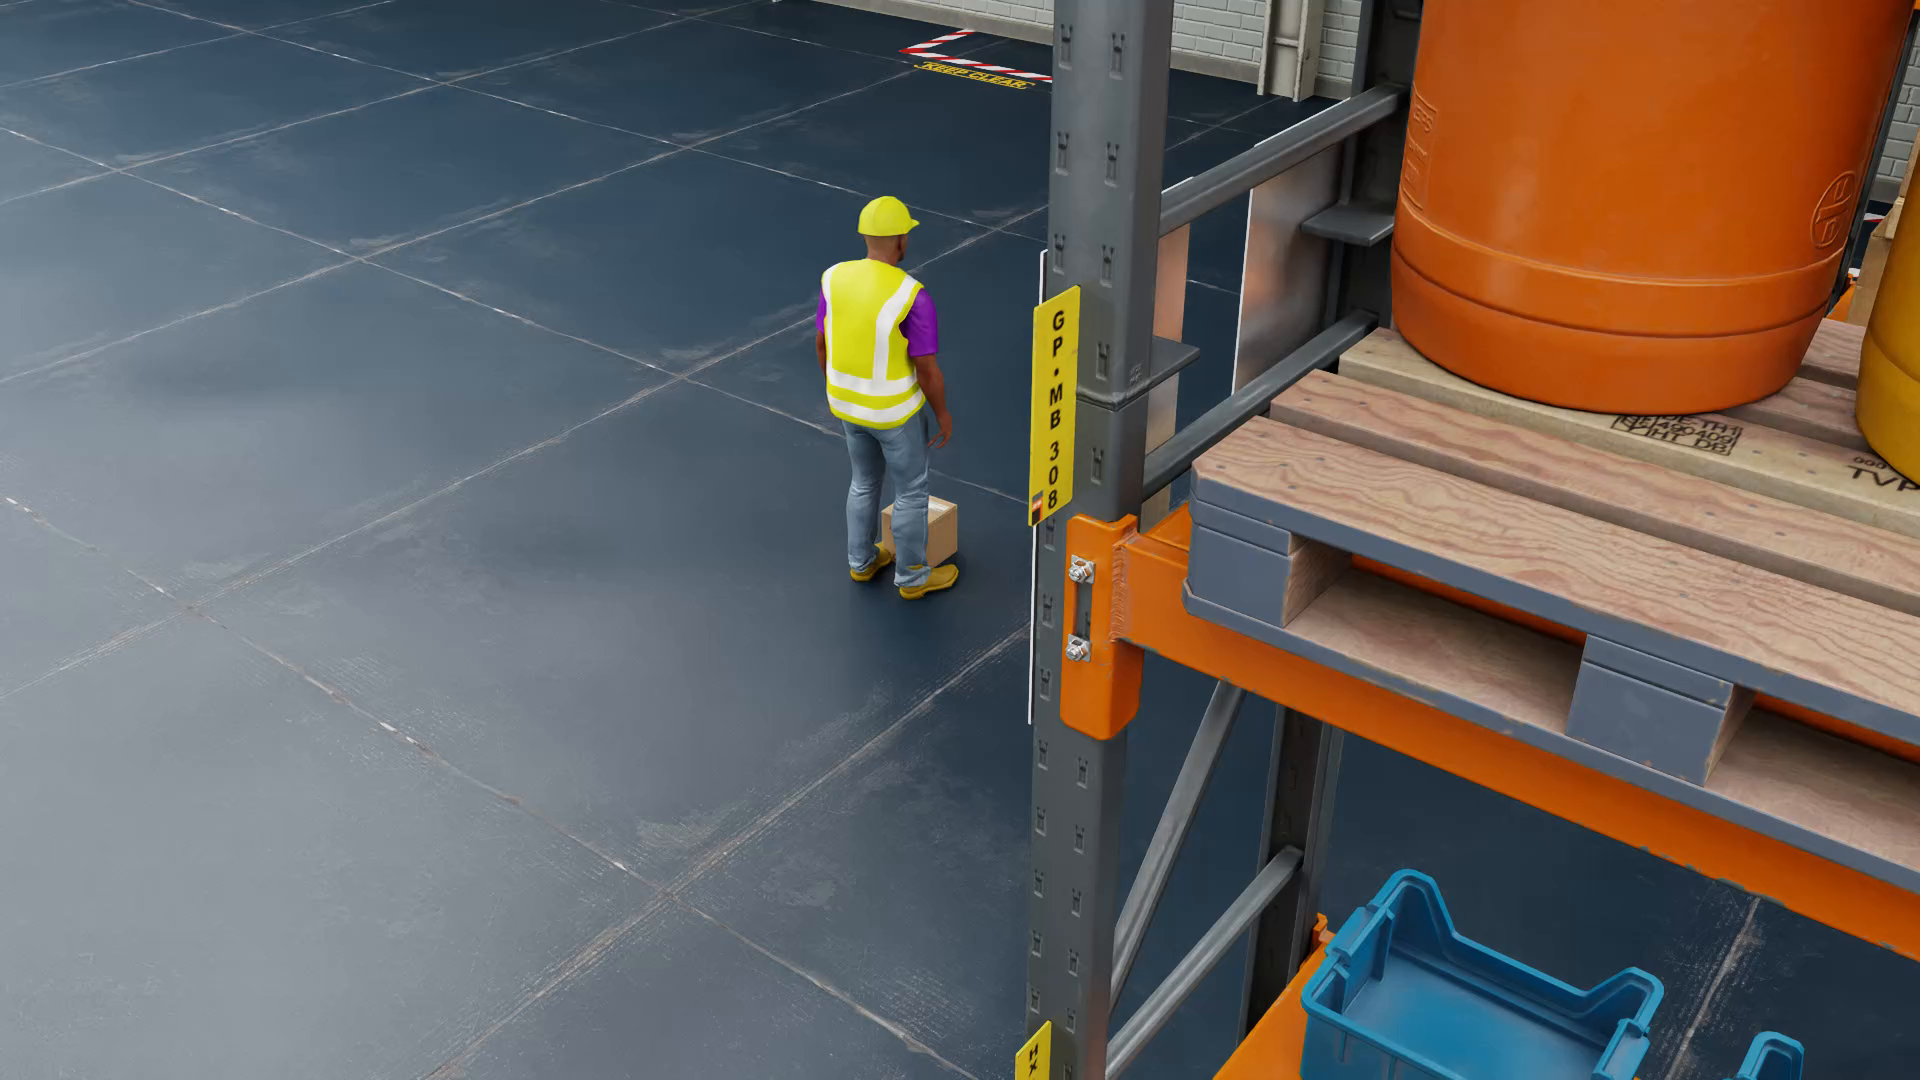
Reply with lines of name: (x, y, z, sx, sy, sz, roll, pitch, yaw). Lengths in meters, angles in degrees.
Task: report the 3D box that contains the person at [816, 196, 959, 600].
person: (-0.320, -0.597, 7.118, 0.637, 1.761, 0.456, 20, 36, 29)
